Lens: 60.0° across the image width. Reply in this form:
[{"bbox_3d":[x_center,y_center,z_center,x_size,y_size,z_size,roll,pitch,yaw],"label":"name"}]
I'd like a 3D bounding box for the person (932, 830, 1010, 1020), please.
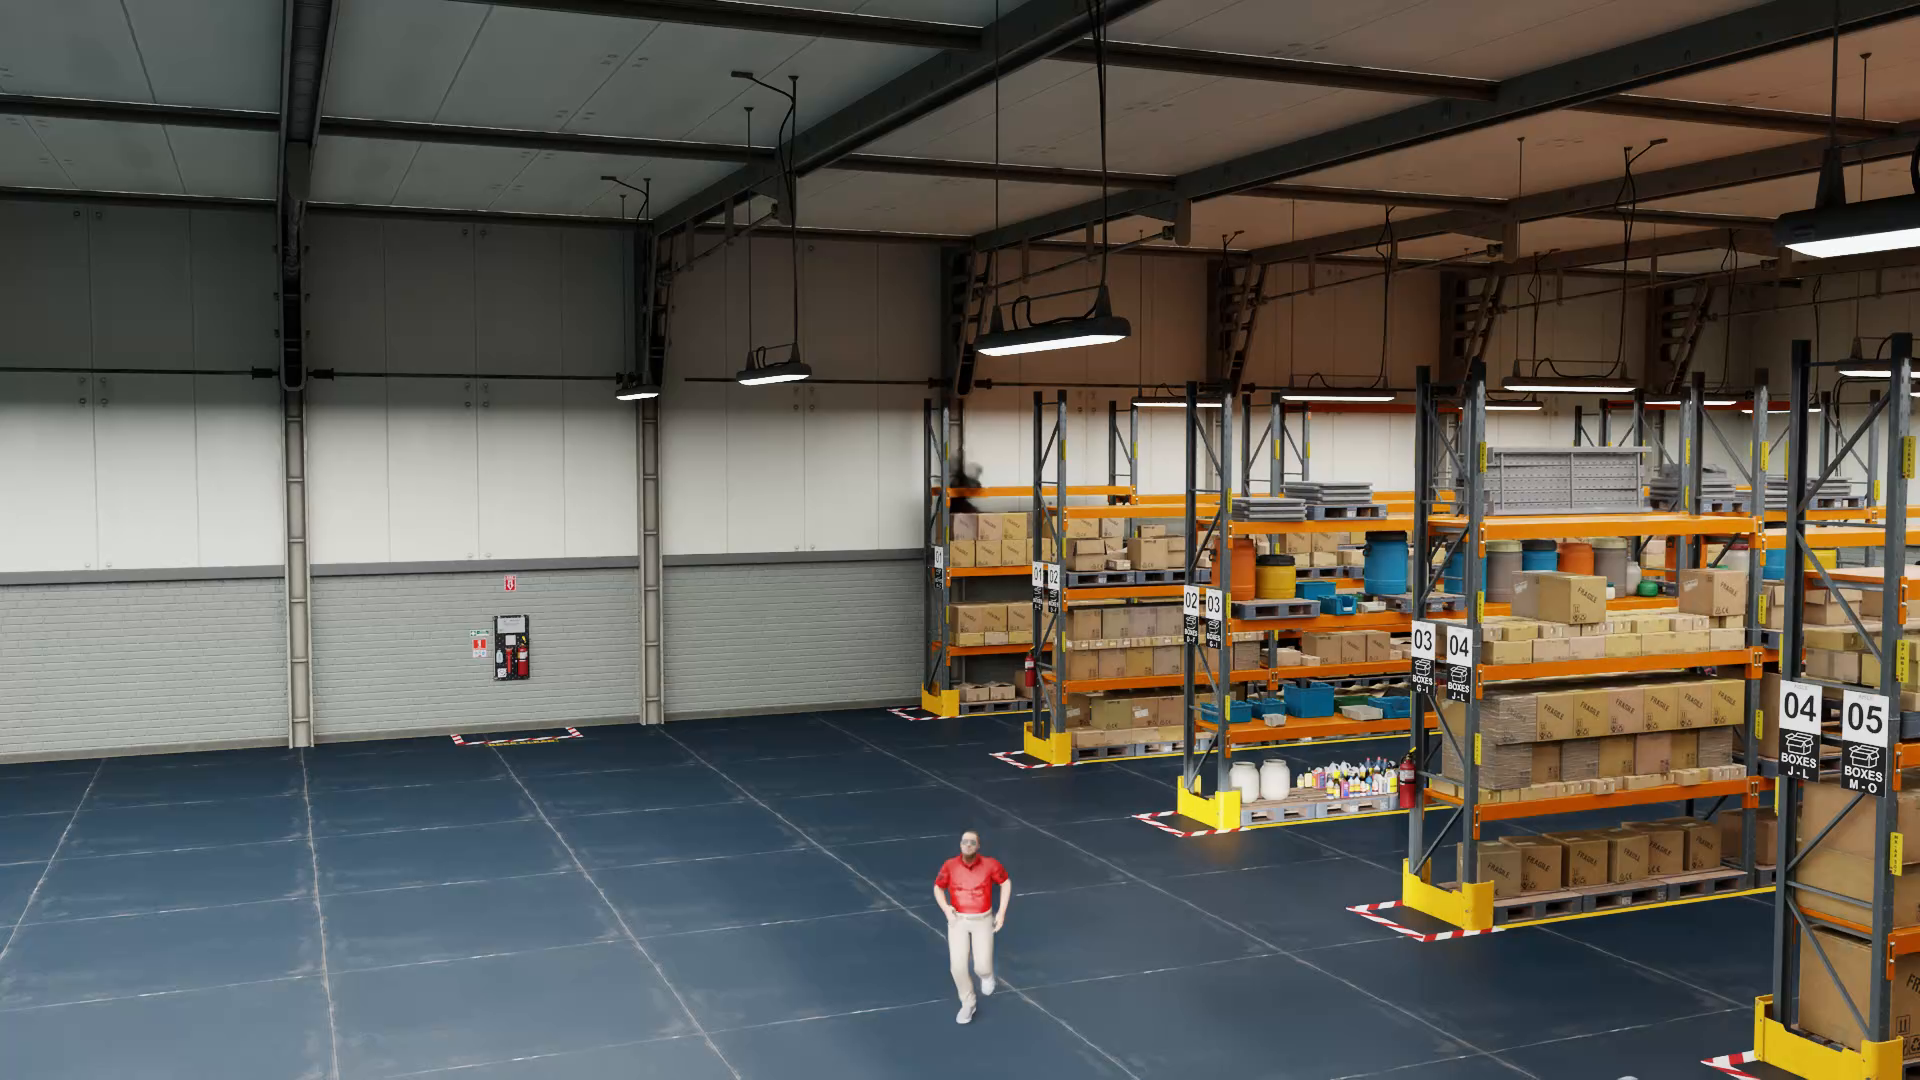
[{"bbox_3d":[0.082,3.442,14.784,0.682,1.701,0.609,0,3,7],"label":"person"}]
